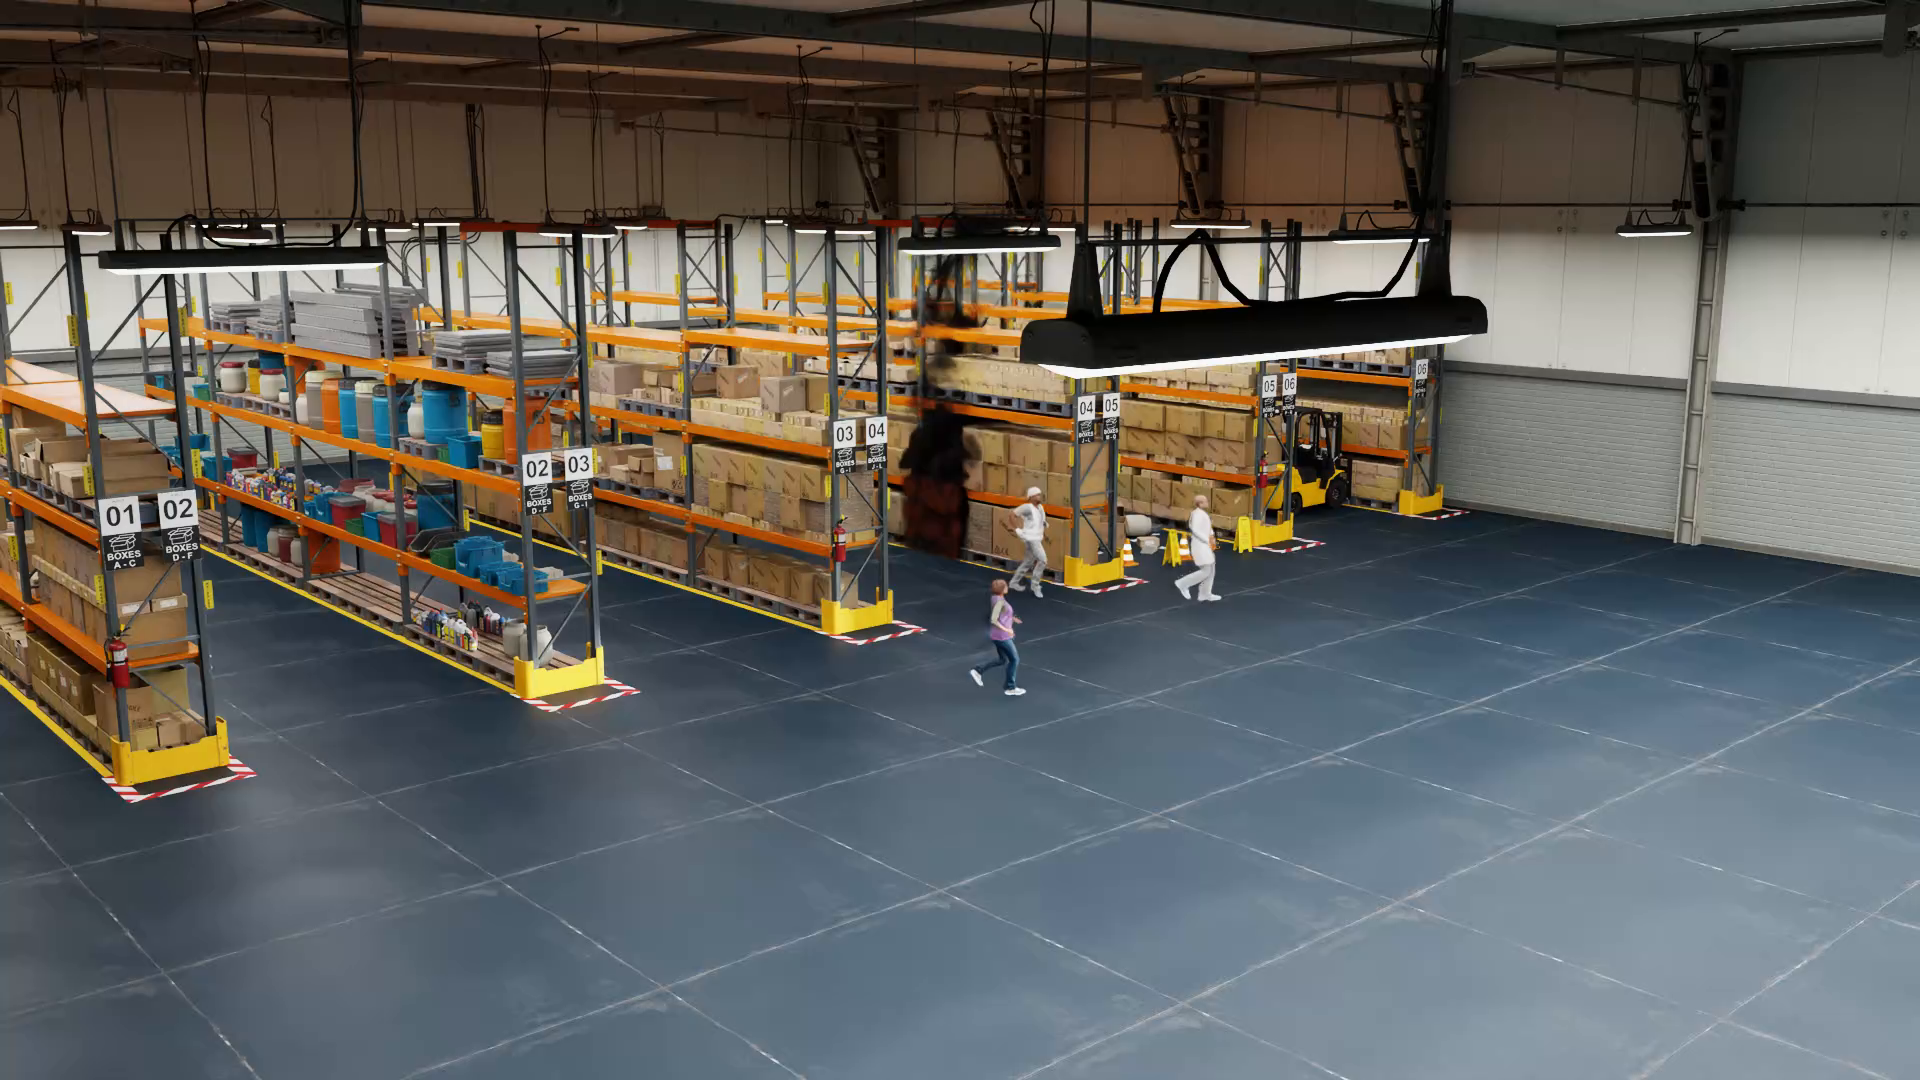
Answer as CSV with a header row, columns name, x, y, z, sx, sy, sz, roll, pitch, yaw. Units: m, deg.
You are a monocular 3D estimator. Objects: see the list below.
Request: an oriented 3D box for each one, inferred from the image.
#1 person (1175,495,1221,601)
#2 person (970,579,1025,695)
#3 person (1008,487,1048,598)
name,x,y,z,sx,sy,sz,roll,pitch,yaw
person,3.857,0.131,26.807,0.748,1.746,0.740,1,11,6
person,0.498,1.265,21.647,0.730,1.558,0.546,-1,12,-7
person,1.159,0.031,27.373,0.701,1.827,0.686,5,12,22
